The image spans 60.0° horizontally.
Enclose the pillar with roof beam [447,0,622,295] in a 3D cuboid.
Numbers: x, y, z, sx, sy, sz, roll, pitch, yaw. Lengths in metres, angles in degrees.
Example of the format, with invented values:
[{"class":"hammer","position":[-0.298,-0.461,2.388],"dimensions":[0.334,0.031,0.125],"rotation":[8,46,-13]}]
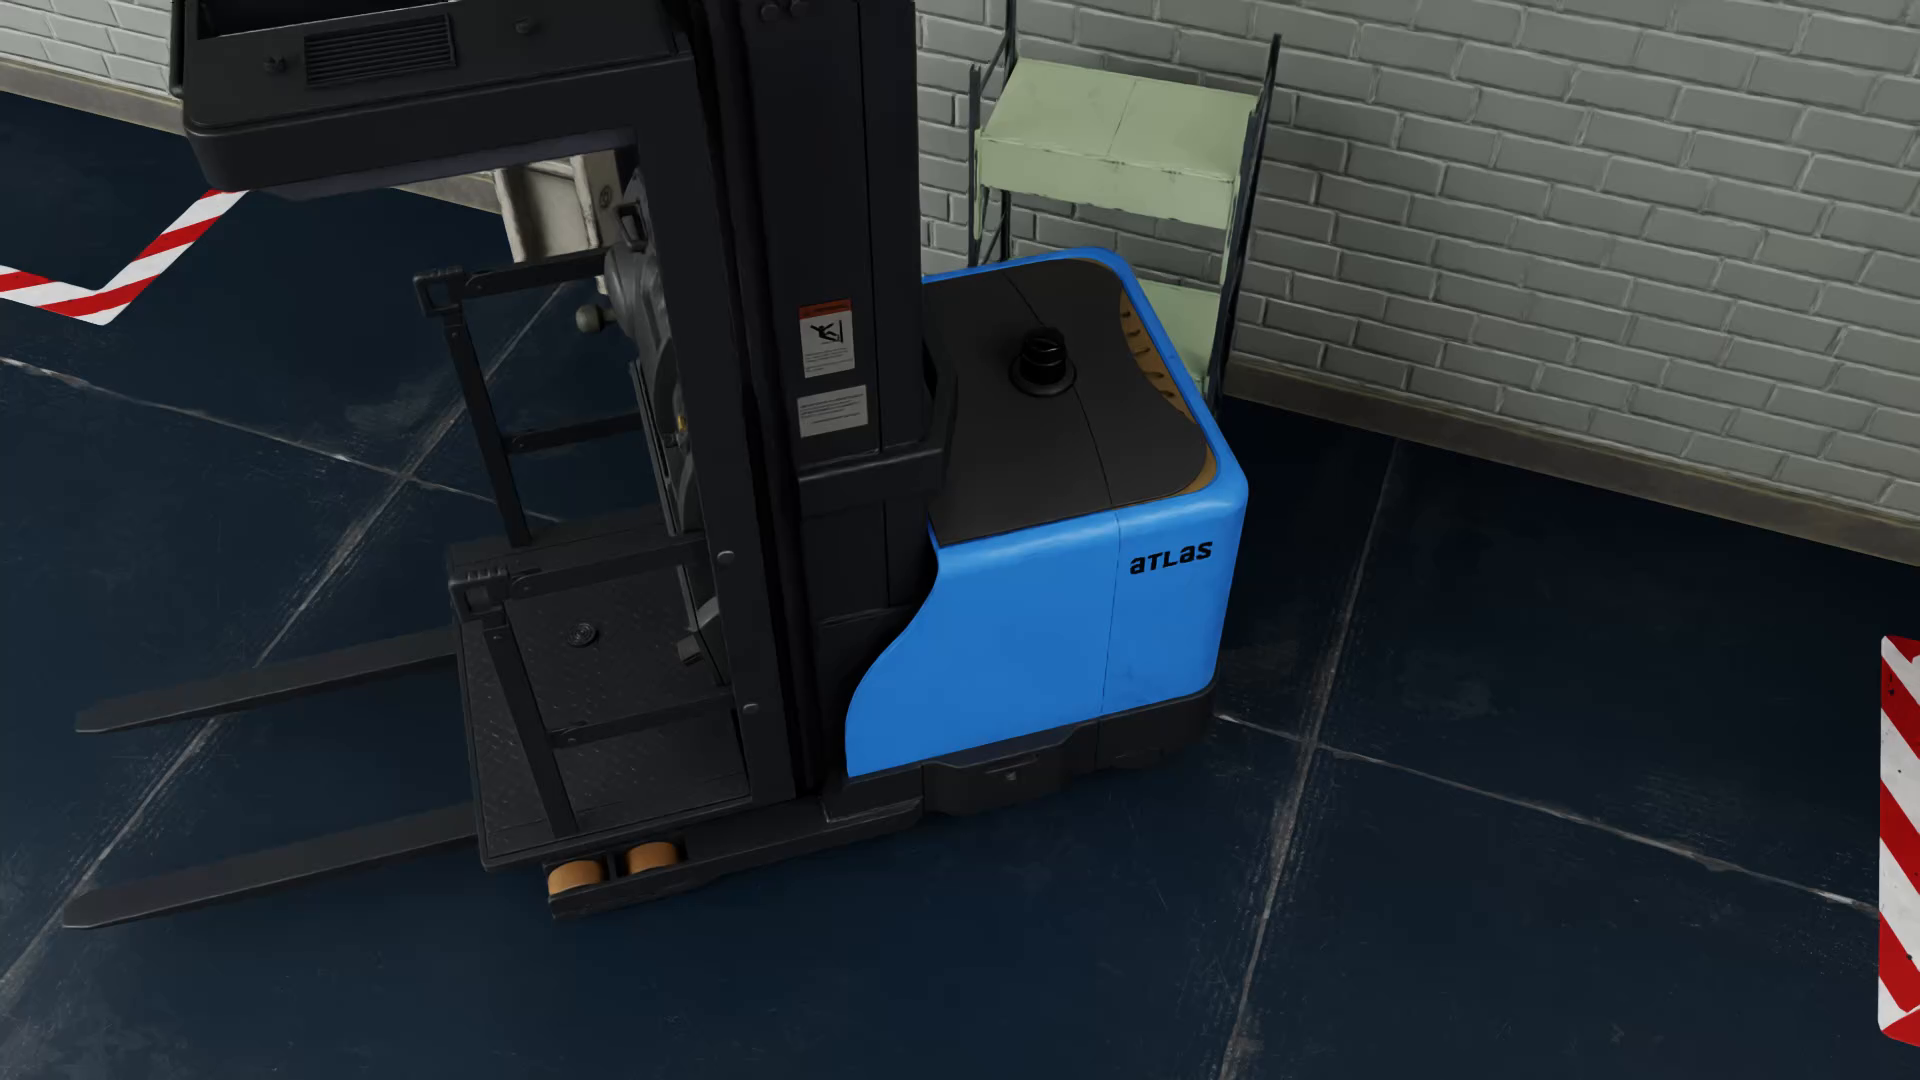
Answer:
[{"class":"pillar with roof beam","position":[-2.886,-0.940,0.110],"dimensions":[0.400,9.000,9.100],"rotation":[16,51,13]}]

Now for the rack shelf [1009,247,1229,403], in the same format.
[{"class":"rack shelf","position":[0.441,-0.579,5.190],"dimensions":[0.720,0.370,0.431],"rotation":[12,50,11]}]

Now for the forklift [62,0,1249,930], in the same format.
[{"class":"forklift","position":[-0.867,-0.415,3.670],"dimensions":[3.031,2.935,1.130],"rotation":[-12,50,-11]}]

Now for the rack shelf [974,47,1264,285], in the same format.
[{"class":"rack shelf","position":[0.442,-1.049,4.650],"dimensions":[0.720,0.370,0.431],"rotation":[12,50,11]}]

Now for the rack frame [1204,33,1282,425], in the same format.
[{"class":"rack frame","position":[0.793,-0.715,4.877],"dimensions":[0.023,1.500,0.400],"rotation":[12,50,11]}]

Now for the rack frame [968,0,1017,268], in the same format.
[{"class":"rack frame","position":[0.090,-0.871,5.012],"dimensions":[0.023,1.500,0.400],"rotation":[12,50,11]}]

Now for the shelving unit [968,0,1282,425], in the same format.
[{"class":"shelving unit","position":[0.442,-0.793,4.944],"dimensions":[0.755,1.500,0.431],"rotation":[12,50,11]}]
